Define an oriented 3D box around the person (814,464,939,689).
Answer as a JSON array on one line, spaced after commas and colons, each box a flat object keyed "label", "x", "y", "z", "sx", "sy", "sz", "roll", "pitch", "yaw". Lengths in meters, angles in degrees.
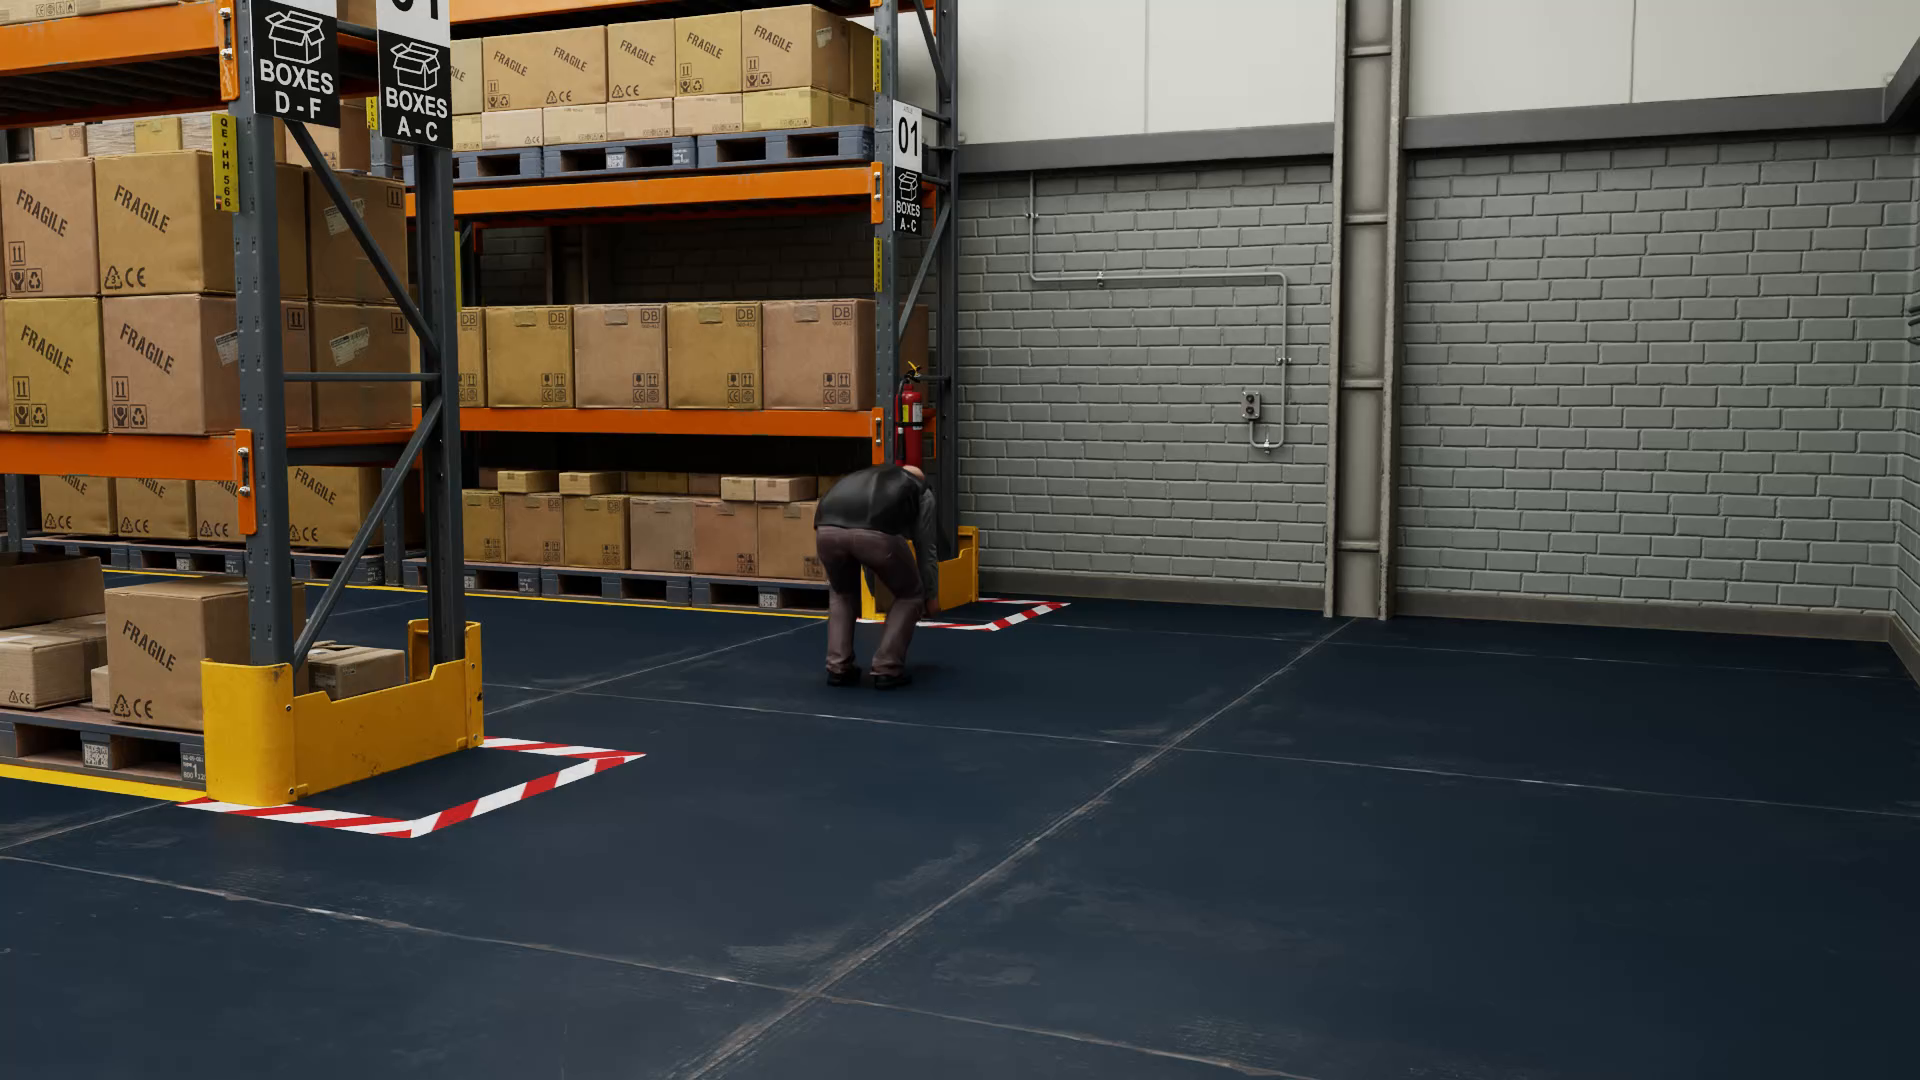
[{"label": "person", "x": -0.391, "y": 0.159, "z": 8.357, "sx": 0.502, "sy": 1.078, "sz": 0.949, "roll": 2, "pitch": 6, "yaw": 21}]
